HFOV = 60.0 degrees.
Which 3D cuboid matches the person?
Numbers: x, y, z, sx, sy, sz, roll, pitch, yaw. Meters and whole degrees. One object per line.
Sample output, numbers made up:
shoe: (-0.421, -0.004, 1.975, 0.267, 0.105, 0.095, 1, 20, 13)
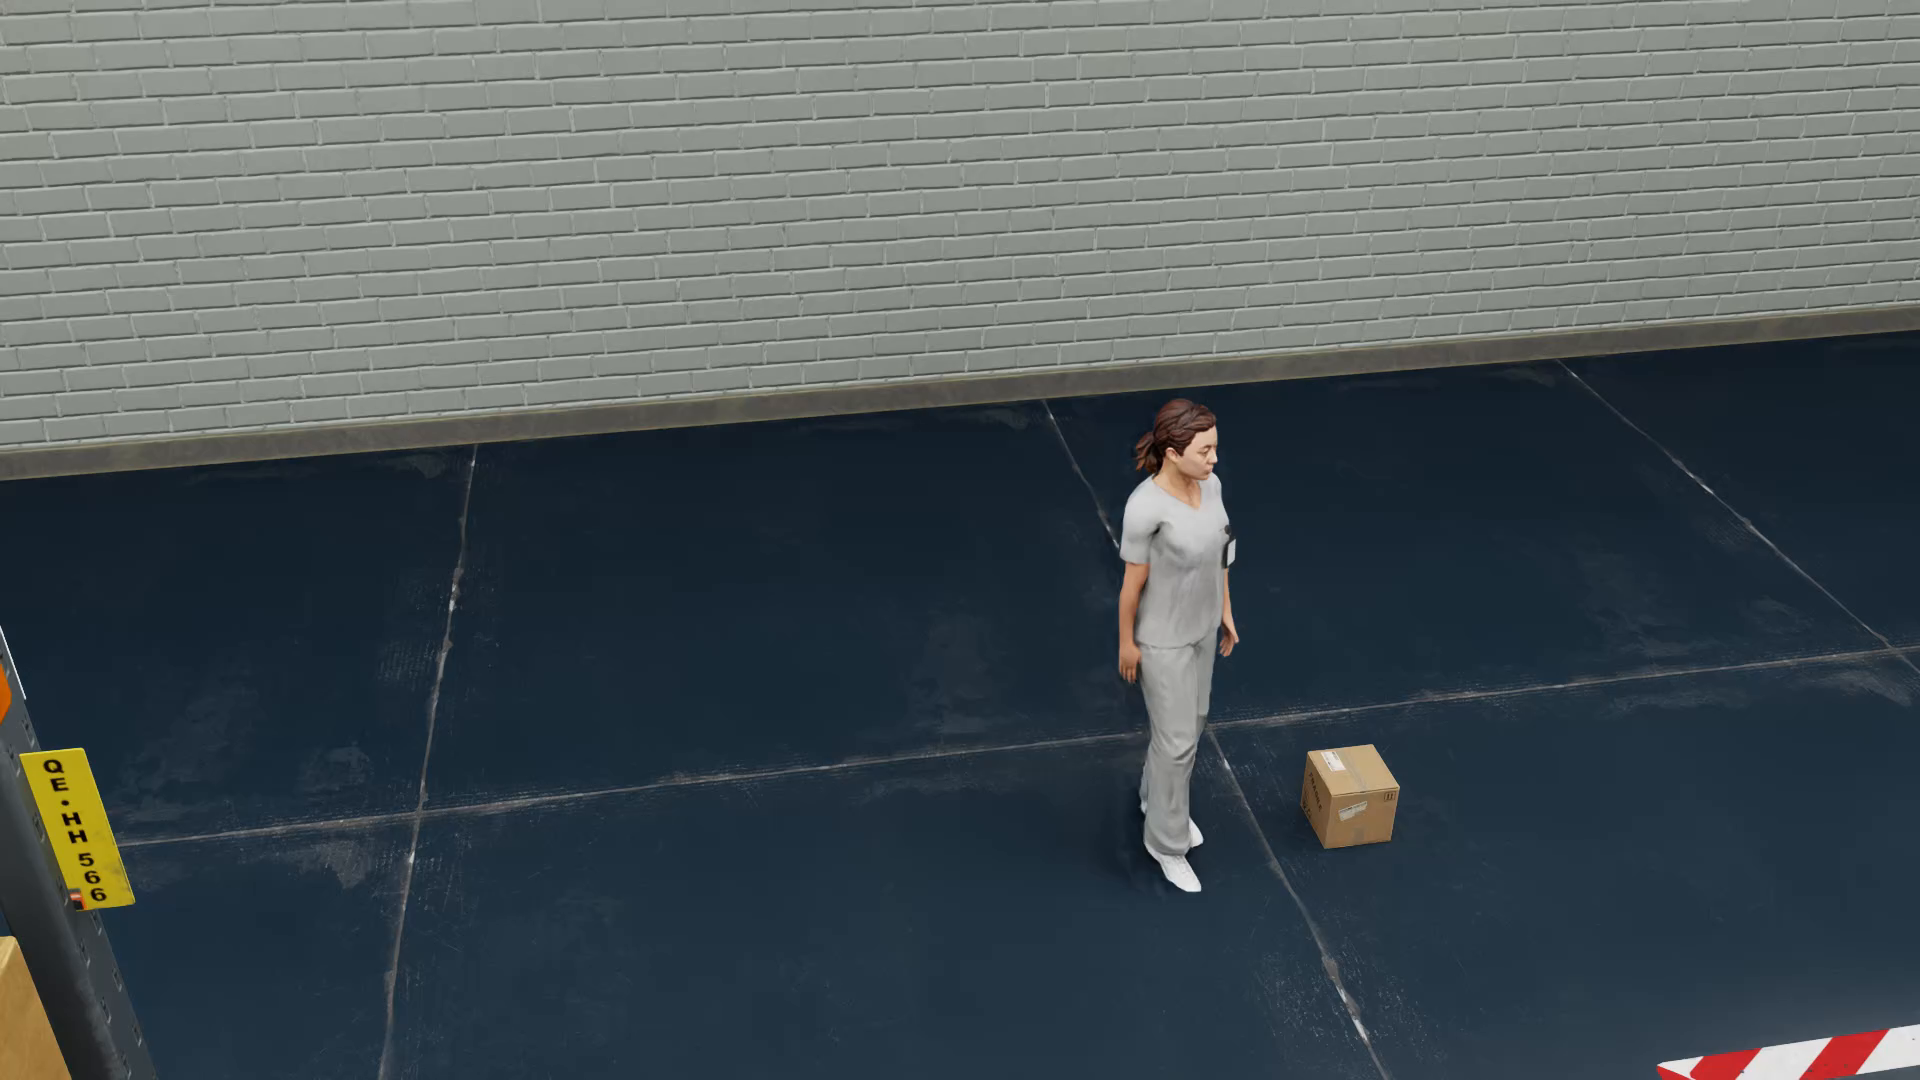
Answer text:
person: (0.775, 0.347, 5.583, 0.447, 1.721, 0.546, -27, 40, -37)
